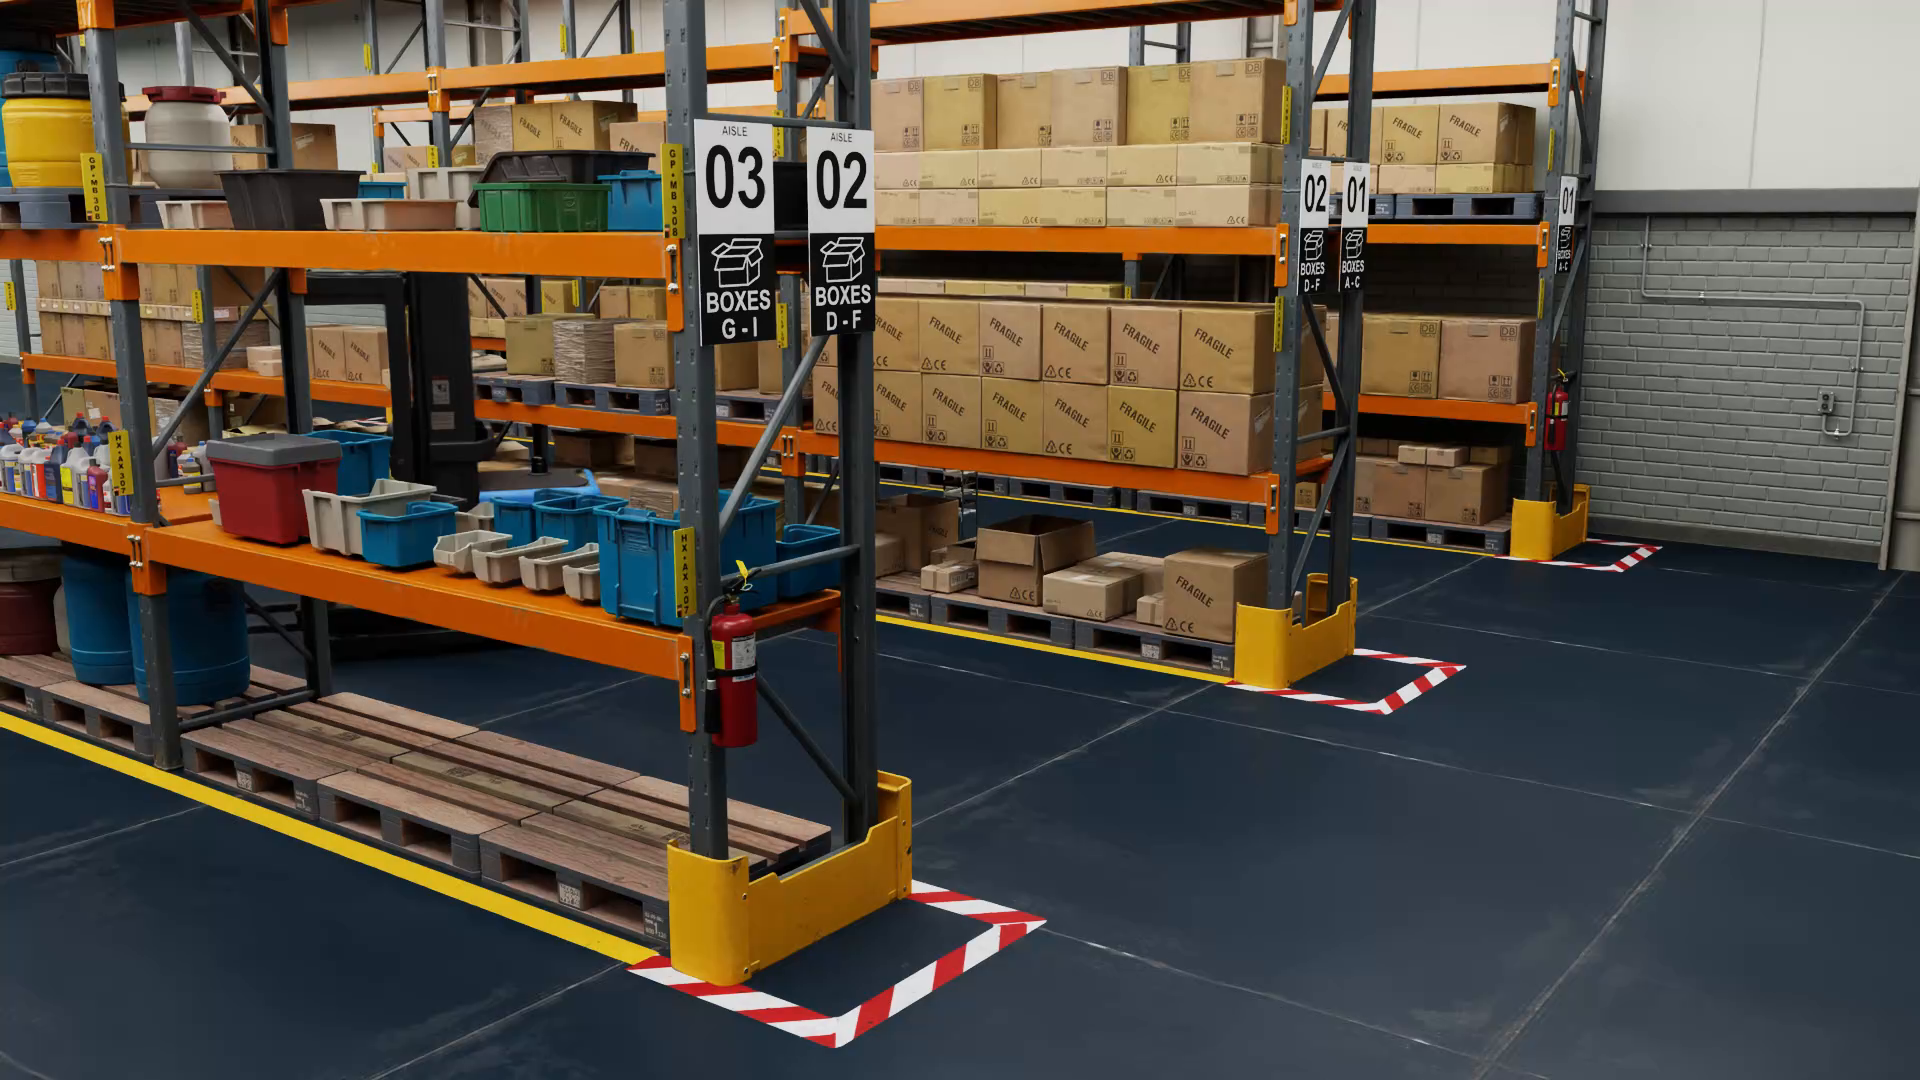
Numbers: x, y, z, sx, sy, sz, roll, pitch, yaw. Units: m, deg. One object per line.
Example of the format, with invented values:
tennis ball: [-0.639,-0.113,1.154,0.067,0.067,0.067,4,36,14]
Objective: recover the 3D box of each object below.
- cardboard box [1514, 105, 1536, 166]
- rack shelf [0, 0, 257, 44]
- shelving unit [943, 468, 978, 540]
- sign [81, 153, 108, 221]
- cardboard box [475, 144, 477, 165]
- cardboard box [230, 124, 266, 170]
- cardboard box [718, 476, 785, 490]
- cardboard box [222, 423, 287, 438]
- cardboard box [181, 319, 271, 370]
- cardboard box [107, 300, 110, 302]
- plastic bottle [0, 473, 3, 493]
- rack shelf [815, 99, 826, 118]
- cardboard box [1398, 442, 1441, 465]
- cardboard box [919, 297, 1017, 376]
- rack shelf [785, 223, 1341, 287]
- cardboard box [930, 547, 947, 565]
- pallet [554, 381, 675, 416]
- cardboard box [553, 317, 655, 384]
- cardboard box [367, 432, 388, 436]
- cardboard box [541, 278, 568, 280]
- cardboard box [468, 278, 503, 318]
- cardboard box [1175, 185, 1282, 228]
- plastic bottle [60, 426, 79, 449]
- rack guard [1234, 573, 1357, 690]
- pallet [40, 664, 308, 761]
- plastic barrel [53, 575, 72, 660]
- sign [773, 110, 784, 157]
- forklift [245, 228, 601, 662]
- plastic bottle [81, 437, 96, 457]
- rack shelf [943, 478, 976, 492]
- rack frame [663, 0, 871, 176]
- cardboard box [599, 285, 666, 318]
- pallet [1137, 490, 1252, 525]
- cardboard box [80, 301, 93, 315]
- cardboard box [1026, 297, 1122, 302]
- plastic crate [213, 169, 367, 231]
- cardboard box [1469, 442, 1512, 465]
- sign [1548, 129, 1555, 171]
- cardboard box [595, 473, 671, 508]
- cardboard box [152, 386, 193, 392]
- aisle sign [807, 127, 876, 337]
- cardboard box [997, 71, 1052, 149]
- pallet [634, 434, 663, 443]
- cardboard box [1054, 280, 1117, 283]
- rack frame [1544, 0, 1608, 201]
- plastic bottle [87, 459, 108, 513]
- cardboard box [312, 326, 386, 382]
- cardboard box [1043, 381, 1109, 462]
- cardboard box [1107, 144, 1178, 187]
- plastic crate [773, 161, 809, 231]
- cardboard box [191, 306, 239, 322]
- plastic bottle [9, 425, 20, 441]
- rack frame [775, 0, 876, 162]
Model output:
cardboard box: [4.726,-3.545,14.611,0.500,0.500,0.500,7,13,33]
rack shelf: [-5.529,-2.957,9.570,4.000,0.370,1.077,8,13,36]
shelving unit: [0.007,-0.441,14.940,0.210,0.900,0.258,8,13,36]
sign: [-4.244,-1.730,8.152,0.005,0.325,0.100,8,13,36]
cardboard box: [-5.940,-4.907,21.651,0.500,0.500,0.500,7,13,34]
cardboard box: [-6.956,-3.892,16.667,0.500,0.500,0.500,8,14,36]
cardboard box: [-1.664,-0.233,13.760,0.500,0.500,0.500,8,14,36]
cardboard box: [-7.244,-1.041,17.169,0.500,0.311,0.500,8,14,36]
cardboard box: [-7.791,-2.092,17.682,0.500,0.500,0.700,8,13,34]
cardboard box: [-9.005,-2.898,18.433,0.500,0.500,0.700,8,14,36]
plastic bottle: [-5.532,-0.382,9.628,0.097,0.201,0.097,0,11,0]
rack shelf: [0.335,-4.474,17.410,4.000,0.370,1.077,8,13,36]
cardboard box: [4.130,-0.779,14.929,0.250,0.149,0.380,8,14,37]
cardboard box: [0.061,-1.422,11.590,0.500,0.500,0.500,7,13,34]
rack shelf: [0.630,-1.989,11.410,4.000,0.370,1.077,8,13,36]
cardboard box: [-0.017,0.143,12.741,0.250,0.149,0.380,8,13,36]
pallet: [-2.636,-1.232,14.005,1.213,0.211,1.003,8,13,36]
cardboard box: [-3.008,-1.614,14.105,0.700,0.500,0.500,-10,15,-42]
cardboard box: [-5.707,-0.953,16.714,0.500,0.311,0.500,8,13,35]
cardboard box: [-5.569,-3.257,22.337,0.500,0.500,0.500,8,14,37]
cardboard box: [-6.290,-3.235,22.220,0.500,0.500,0.500,8,14,37]
cardboard box: [1.672,-2.061,10.284,0.500,0.250,0.500,8,13,36]
plastic bottle: [-5.578,-0.577,10.424,0.133,0.283,0.061,8,13,36]
rack guard: [2.181,0.574,10.746,0.348,0.500,1.175,8,13,36]
pallet: [-4.514,0.939,9.618,1.213,0.211,1.003,8,13,36]
plastic barrel: [-5.318,0.458,10.208,0.421,0.512,0.421,0,11,0]
sign: [-1.308,-2.929,11.976,0.005,0.325,0.100,8,13,36]
forklift: [-3.998,-0.752,11.199,3.031,2.935,1.130,-3,11,-16]
plastic bottle: [-4.915,-0.408,9.373,0.185,0.351,0.144,8,13,36]
rack shelf: [0.007,-0.497,14.929,0.200,0.077,0.258,8,13,36]
rack frame: [-0.693,-2.832,5.977,0.127,3.000,1.000,8,13,36]
cardboard box: [-4.111,-2.955,20.986,0.500,0.500,0.700,8,14,36]
pallet: [2.514,-0.387,16.472,1.213,0.211,1.003,8,13,36]
cardboard box: [-9.632,-2.618,18.695,0.250,0.149,0.380,7,13,34]
cardboard box: [0.804,-1.446,11.714,0.500,0.500,0.500,8,13,35]
plastic crate: [-3.078,-1.563,7.660,0.590,0.269,0.497,8,13,36]
cardboard box: [4.767,-0.781,14.936,0.250,0.149,0.380,8,14,36]
sign: [4.839,-3.190,13.604,0.005,0.325,0.100,8,13,36]
cardboard box: [-2.758,-0.265,13.924,0.500,0.500,0.500,7,13,34]
cardboard box: [-8.829,-1.487,18.975,0.500,0.500,0.500,8,13,36]
aisle sign: [-0.459,-1.200,6.493,0.004,0.787,0.394,8,13,36]
cardboard box: [0.651,-2.892,11.289,0.500,0.500,0.700,8,13,36]
pallet: [-3.873,-1.296,21.174,1.213,0.211,1.003,8,13,36]
cardboard box: [1.305,-2.576,17.373,0.500,0.250,0.500,8,14,36]
rack frame: [5.171,-4.349,13.817,0.127,3.000,1.000,8,13,36]
plastic bottle: [-4.640,-0.293,8.954,0.133,0.283,0.061,8,13,36]
cardboard box: [-5.992,-1.838,16.372,0.500,0.500,0.500,8,14,36]
cardboard box: [0.901,-0.817,11.093,0.500,0.500,0.500,8,14,36]
cardboard box: [1.274,-2.364,10.534,0.500,0.250,0.500,8,13,36]
plastic crate: [-0.838,-1.381,6.719,0.590,0.269,0.497,8,13,36]
cardboard box: [-7.776,-2.359,17.356,0.250,0.149,0.380,8,13,35]
plastic bottle: [-6.294,-0.667,11.102,0.097,0.201,0.097,0,11,0]
rack frame: [-0.982,-4.040,12.219,0.127,3.000,1.000,8,13,36]
